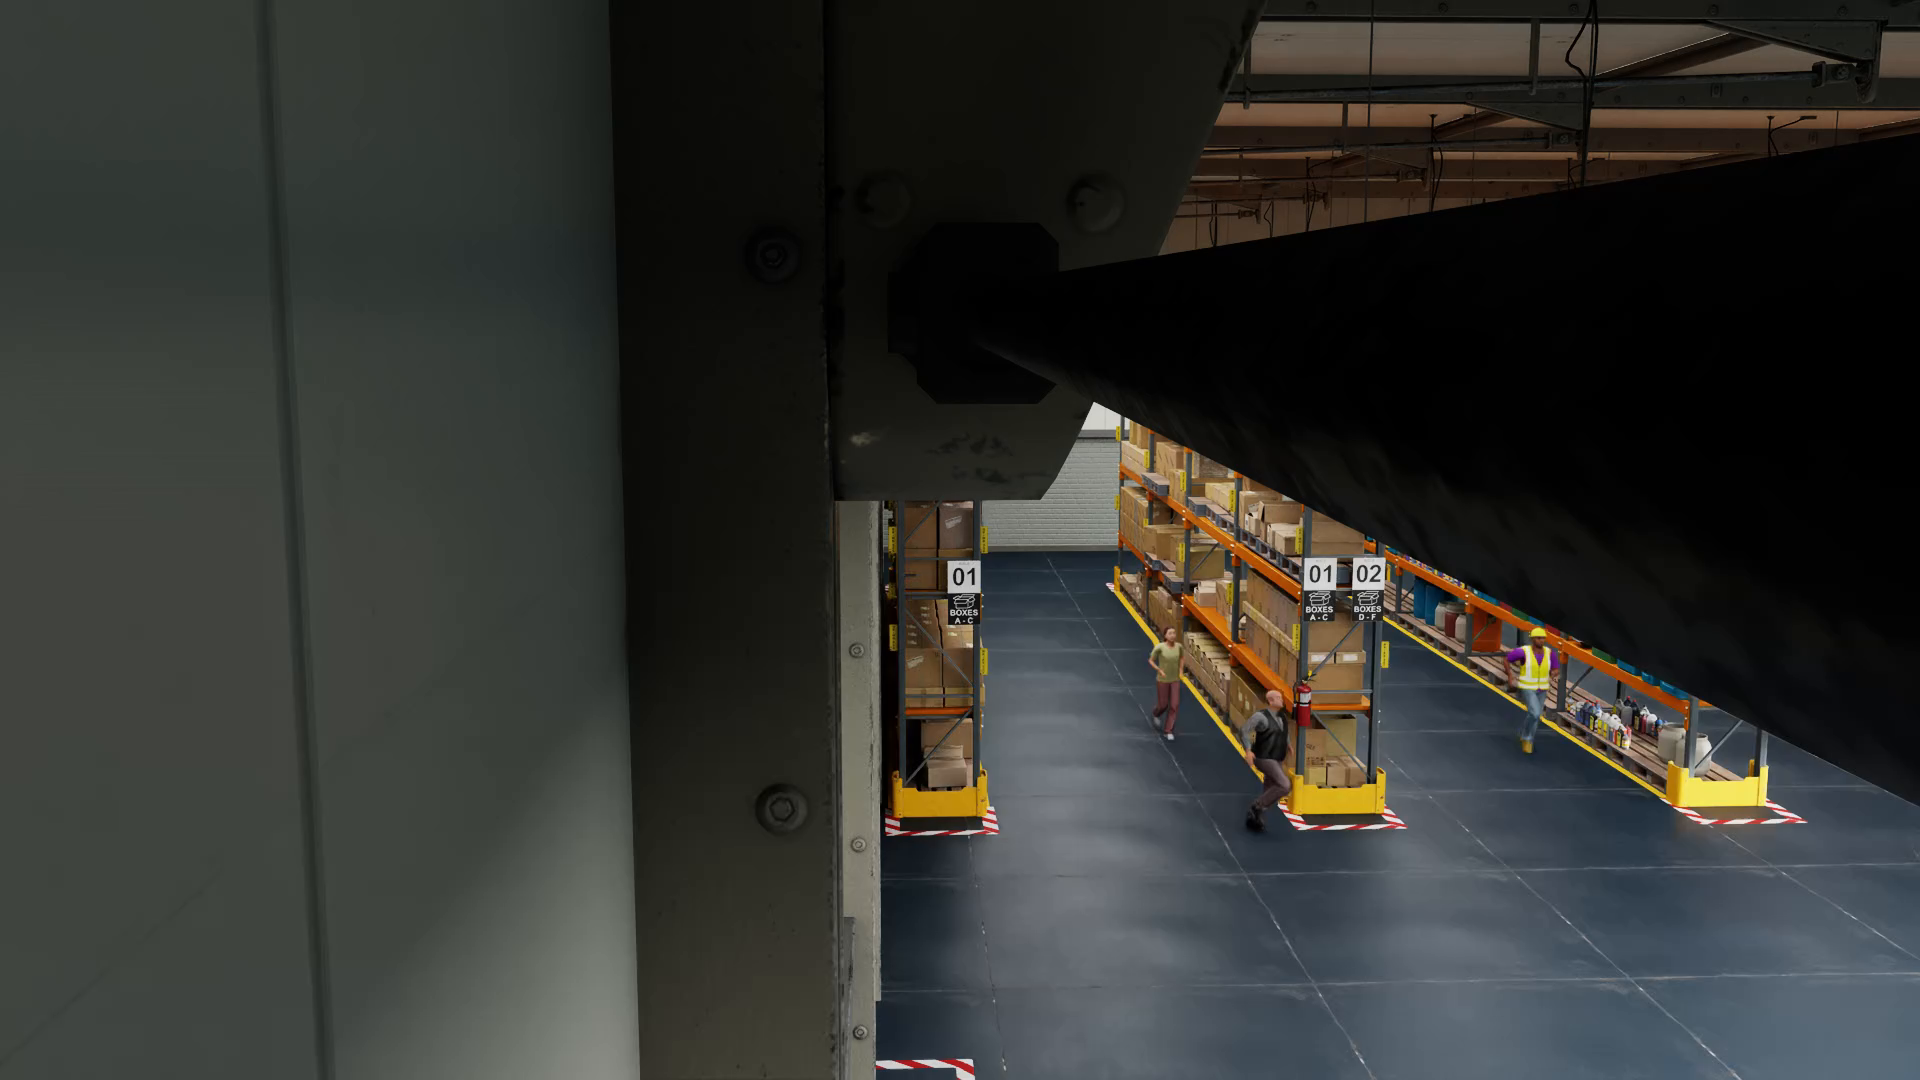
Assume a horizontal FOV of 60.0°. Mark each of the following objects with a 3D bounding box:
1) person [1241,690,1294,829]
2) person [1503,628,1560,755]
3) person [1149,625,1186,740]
[{"bbox_3d":[3.777,2.641,19.991,0.612,1.652,0.662,8,11,44],"label":"person"},{"bbox_3d":[8.067,2.112,23.339,0.685,1.785,0.692,-1,8,-10],"label":"person"},{"bbox_3d":[3.028,2.063,24.216,0.577,1.598,0.752,-2,8,-12],"label":"person"}]
